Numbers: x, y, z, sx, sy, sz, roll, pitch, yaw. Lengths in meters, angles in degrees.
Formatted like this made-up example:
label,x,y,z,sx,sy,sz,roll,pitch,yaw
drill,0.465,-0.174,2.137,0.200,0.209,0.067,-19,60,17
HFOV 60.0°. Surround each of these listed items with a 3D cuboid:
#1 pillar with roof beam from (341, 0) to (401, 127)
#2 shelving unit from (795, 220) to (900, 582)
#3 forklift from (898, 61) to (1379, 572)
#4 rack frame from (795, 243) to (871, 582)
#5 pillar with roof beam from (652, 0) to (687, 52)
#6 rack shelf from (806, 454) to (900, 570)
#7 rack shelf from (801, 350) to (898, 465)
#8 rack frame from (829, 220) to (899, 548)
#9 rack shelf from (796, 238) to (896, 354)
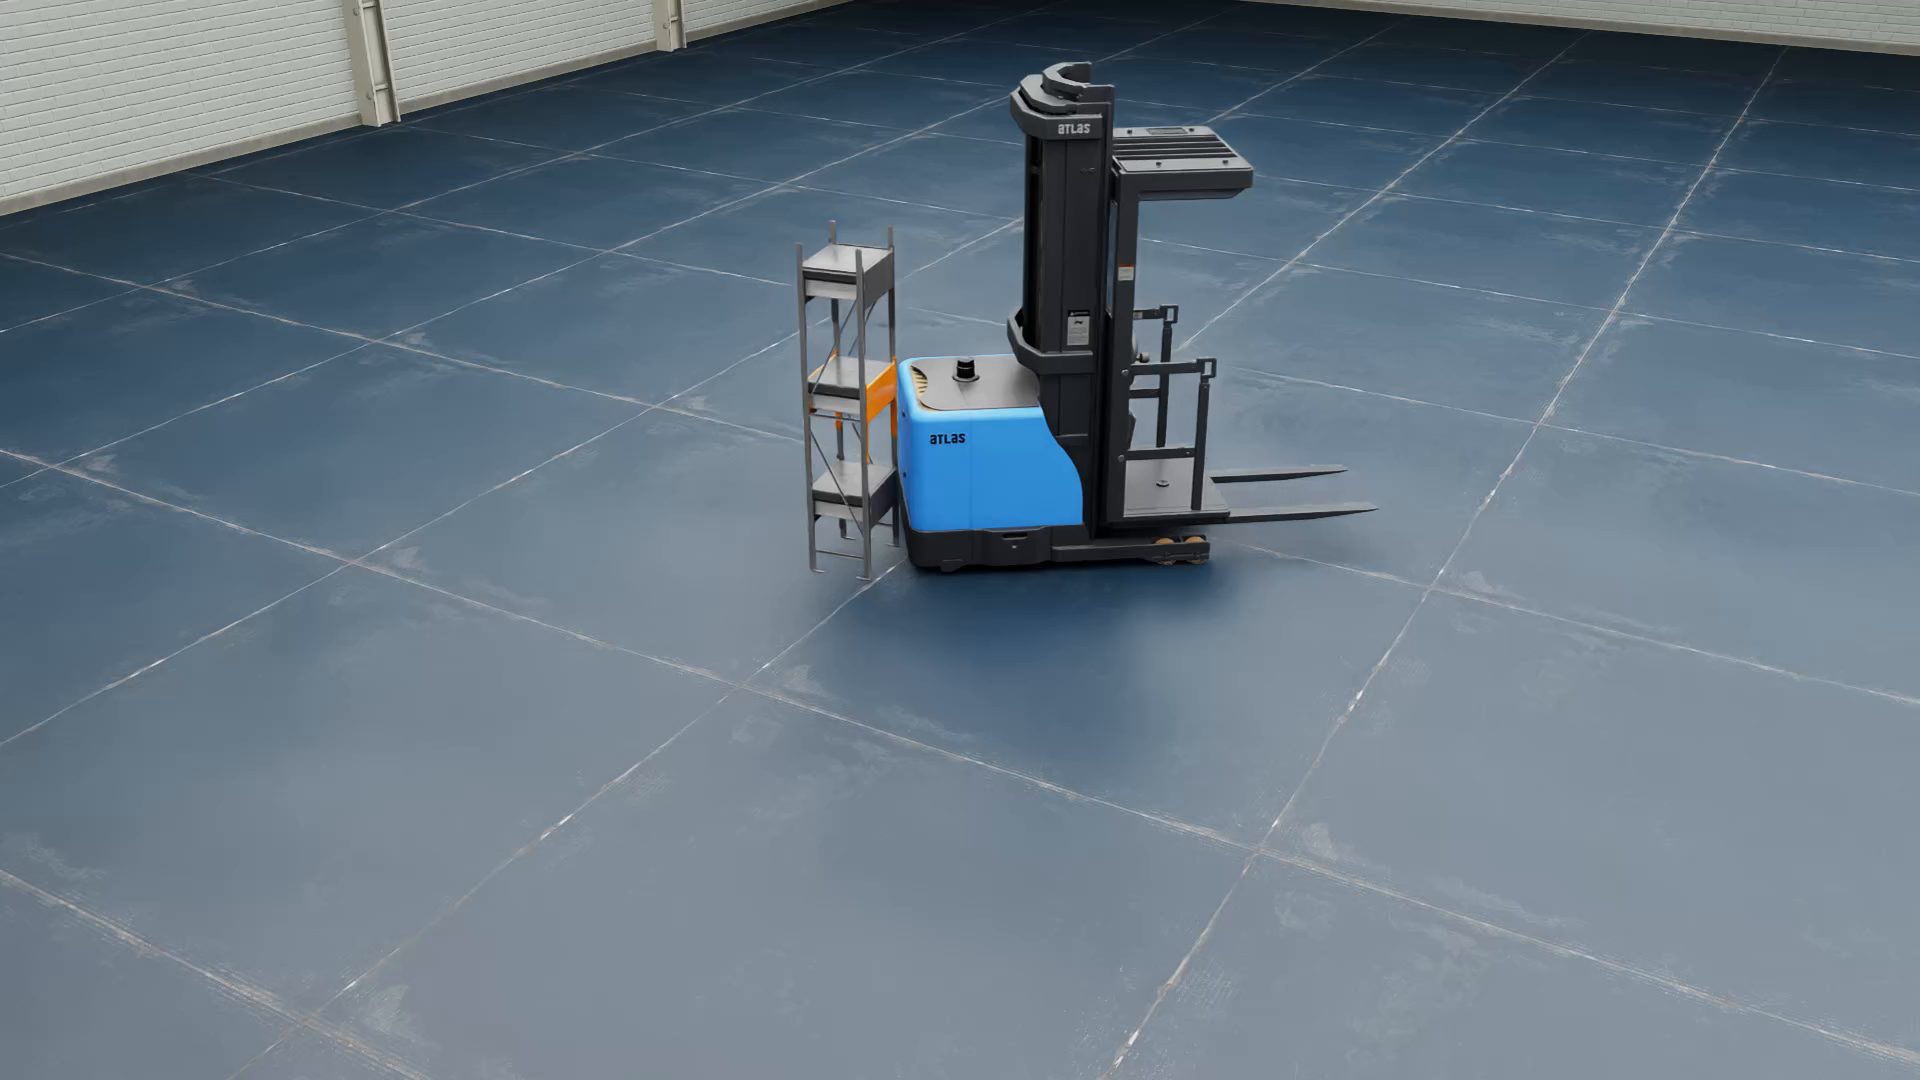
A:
label,x,y,z,sx,sy,sz,roll,pitch,yaw
pillar with roof beam,-3.760,-8.491,17.660,9.100,9.000,0.400,14,30,26
shelving unit,-0.661,-0.818,10.038,0.431,2.100,0.503,9,28,17
forklift,1.144,-1.384,10.240,3.031,2.935,1.130,-3,27,-6
rack frame,-0.741,-0.715,9.832,0.400,2.100,0.015,9,28,17
pillar with roof beam,-0.809,-10.830,22.331,9.100,9.000,0.400,14,30,26
rack shelf,-0.661,-0.180,10.357,0.431,0.518,0.480,9,28,17
rack shelf,-0.661,-0.806,10.044,0.431,0.518,0.480,9,28,17
rack frame,-0.581,-0.921,10.244,0.400,2.100,0.015,9,28,17
rack shelf,-0.661,-1.432,9.731,0.431,0.518,0.480,9,28,17
